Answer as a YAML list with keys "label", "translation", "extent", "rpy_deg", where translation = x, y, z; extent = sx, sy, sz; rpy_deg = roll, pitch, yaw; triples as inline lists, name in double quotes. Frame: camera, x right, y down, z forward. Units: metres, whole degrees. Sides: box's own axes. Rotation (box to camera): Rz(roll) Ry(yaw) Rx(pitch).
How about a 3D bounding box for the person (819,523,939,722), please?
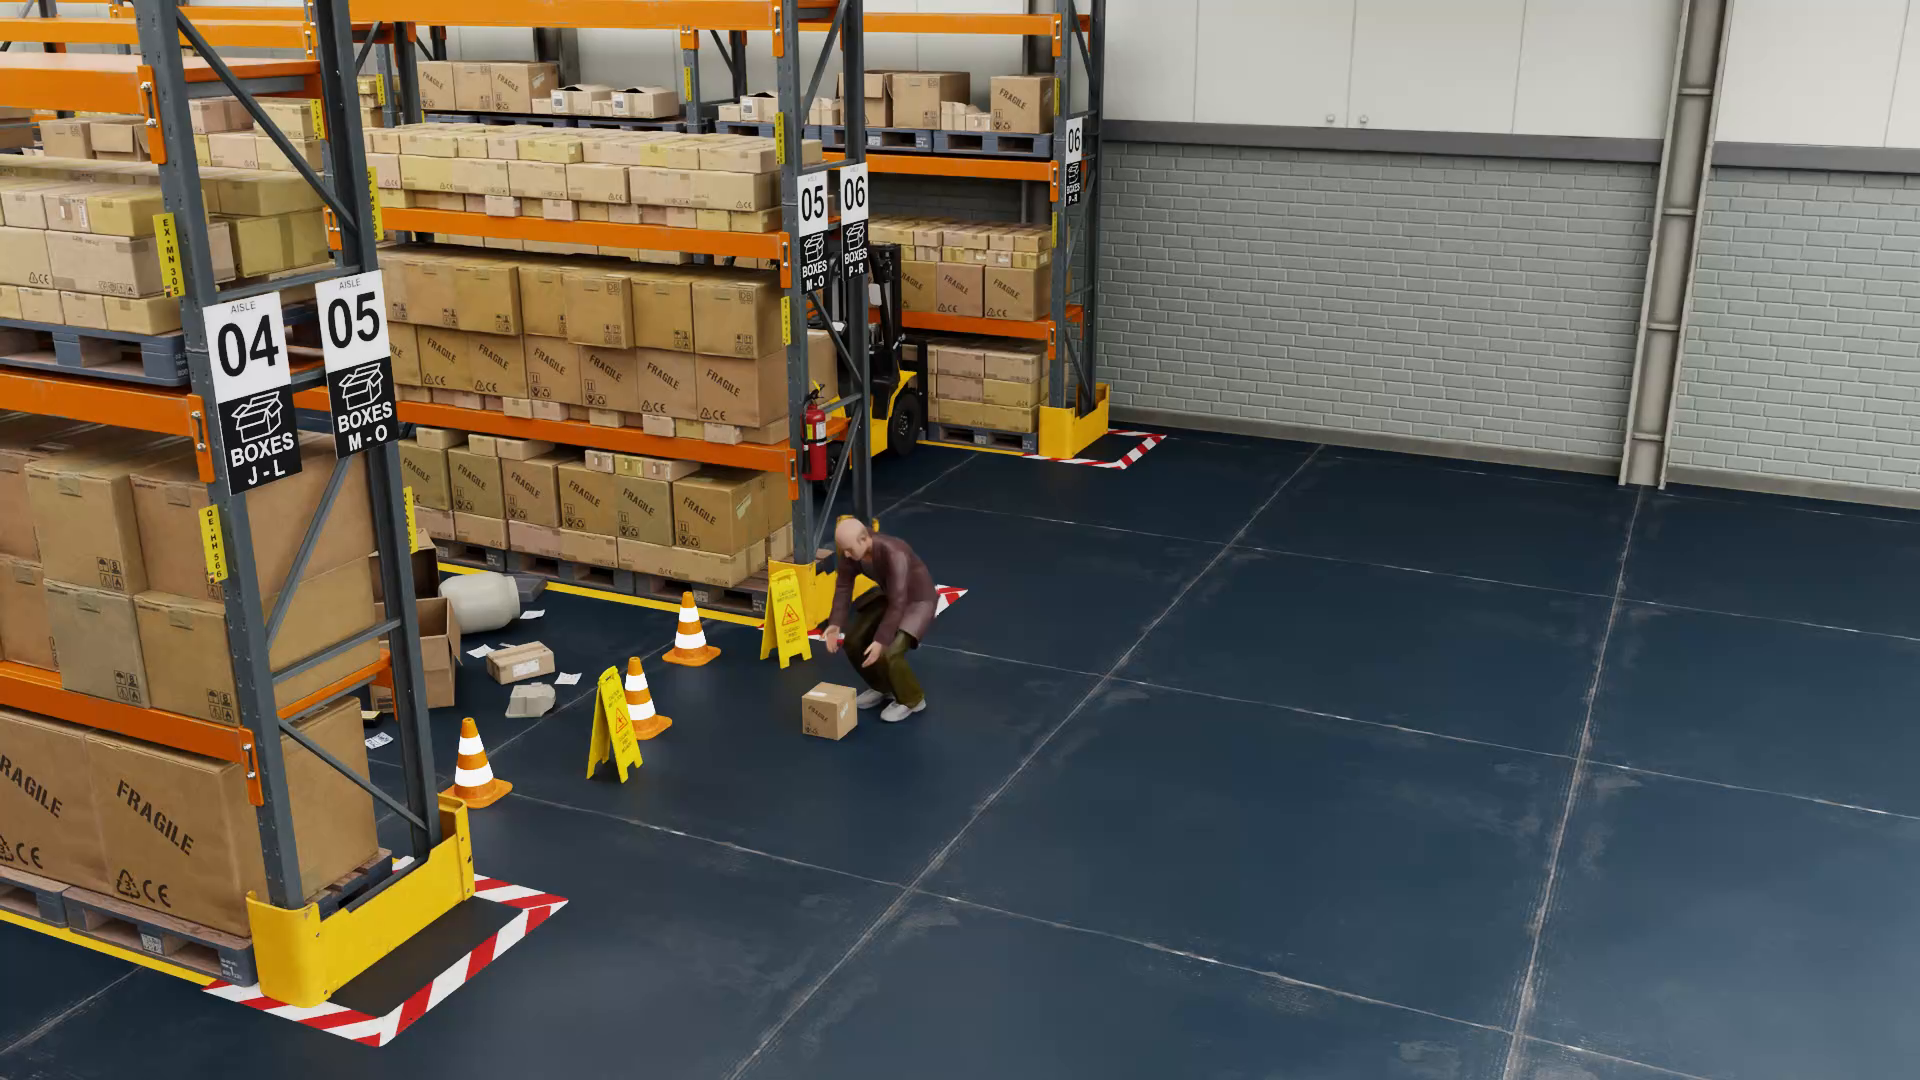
- label: "person"
  translation: [-0.465, 0.477, 10.400]
  extent: [0.767, 1.318, 0.632]
  rpy_deg: [-15, 24, -38]
